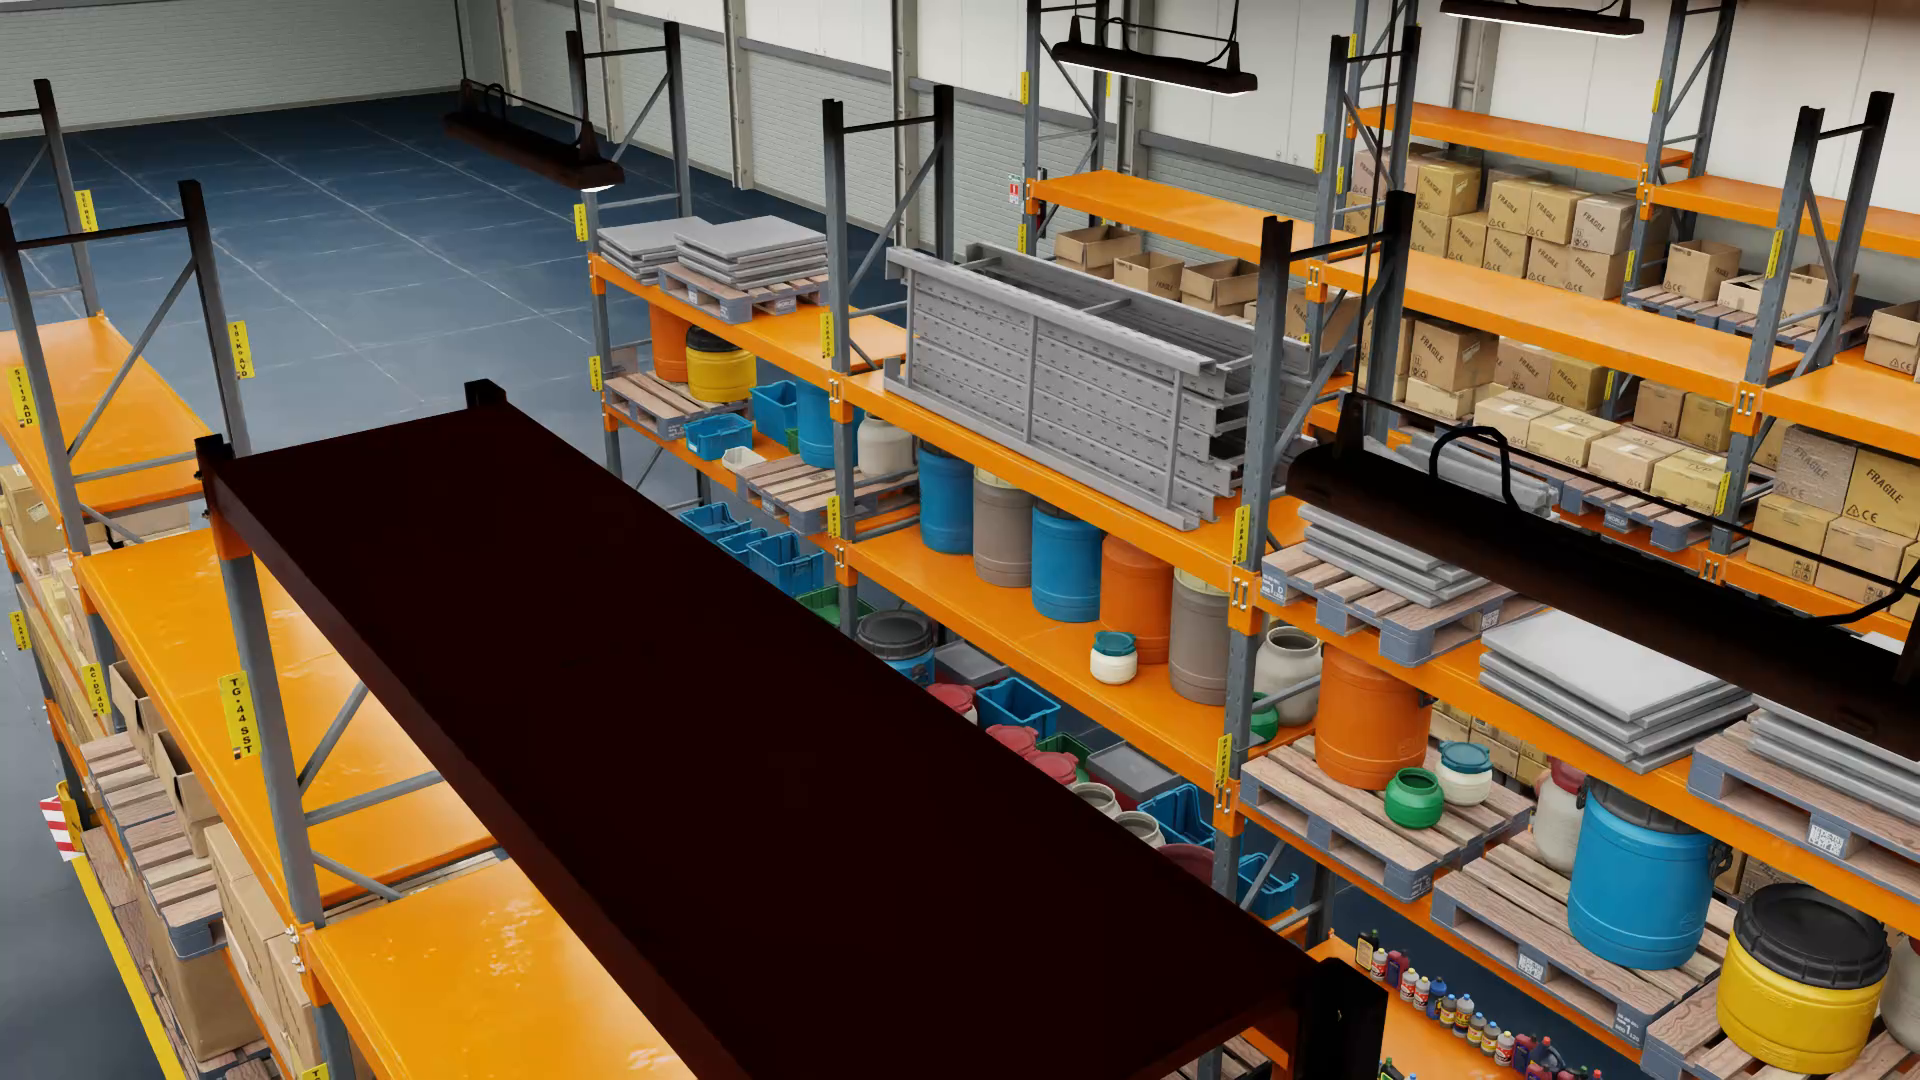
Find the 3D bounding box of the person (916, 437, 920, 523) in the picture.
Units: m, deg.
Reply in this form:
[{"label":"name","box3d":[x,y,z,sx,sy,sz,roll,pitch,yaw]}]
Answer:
[{"label":"person","box3d":[-0.312,-0.871,18.980,0.420,1.572,0.761,-6,25,-12]}]

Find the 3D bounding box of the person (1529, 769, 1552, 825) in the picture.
[{"label":"person","box3d":[4.143,2.377,11.765,0.547,1.625,1.002,-19,31,-36]}]

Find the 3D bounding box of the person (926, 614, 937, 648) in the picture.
[{"label":"person","box3d":[-0.158,0.522,15.495,0.730,1.484,0.467,18,30,34]}]
